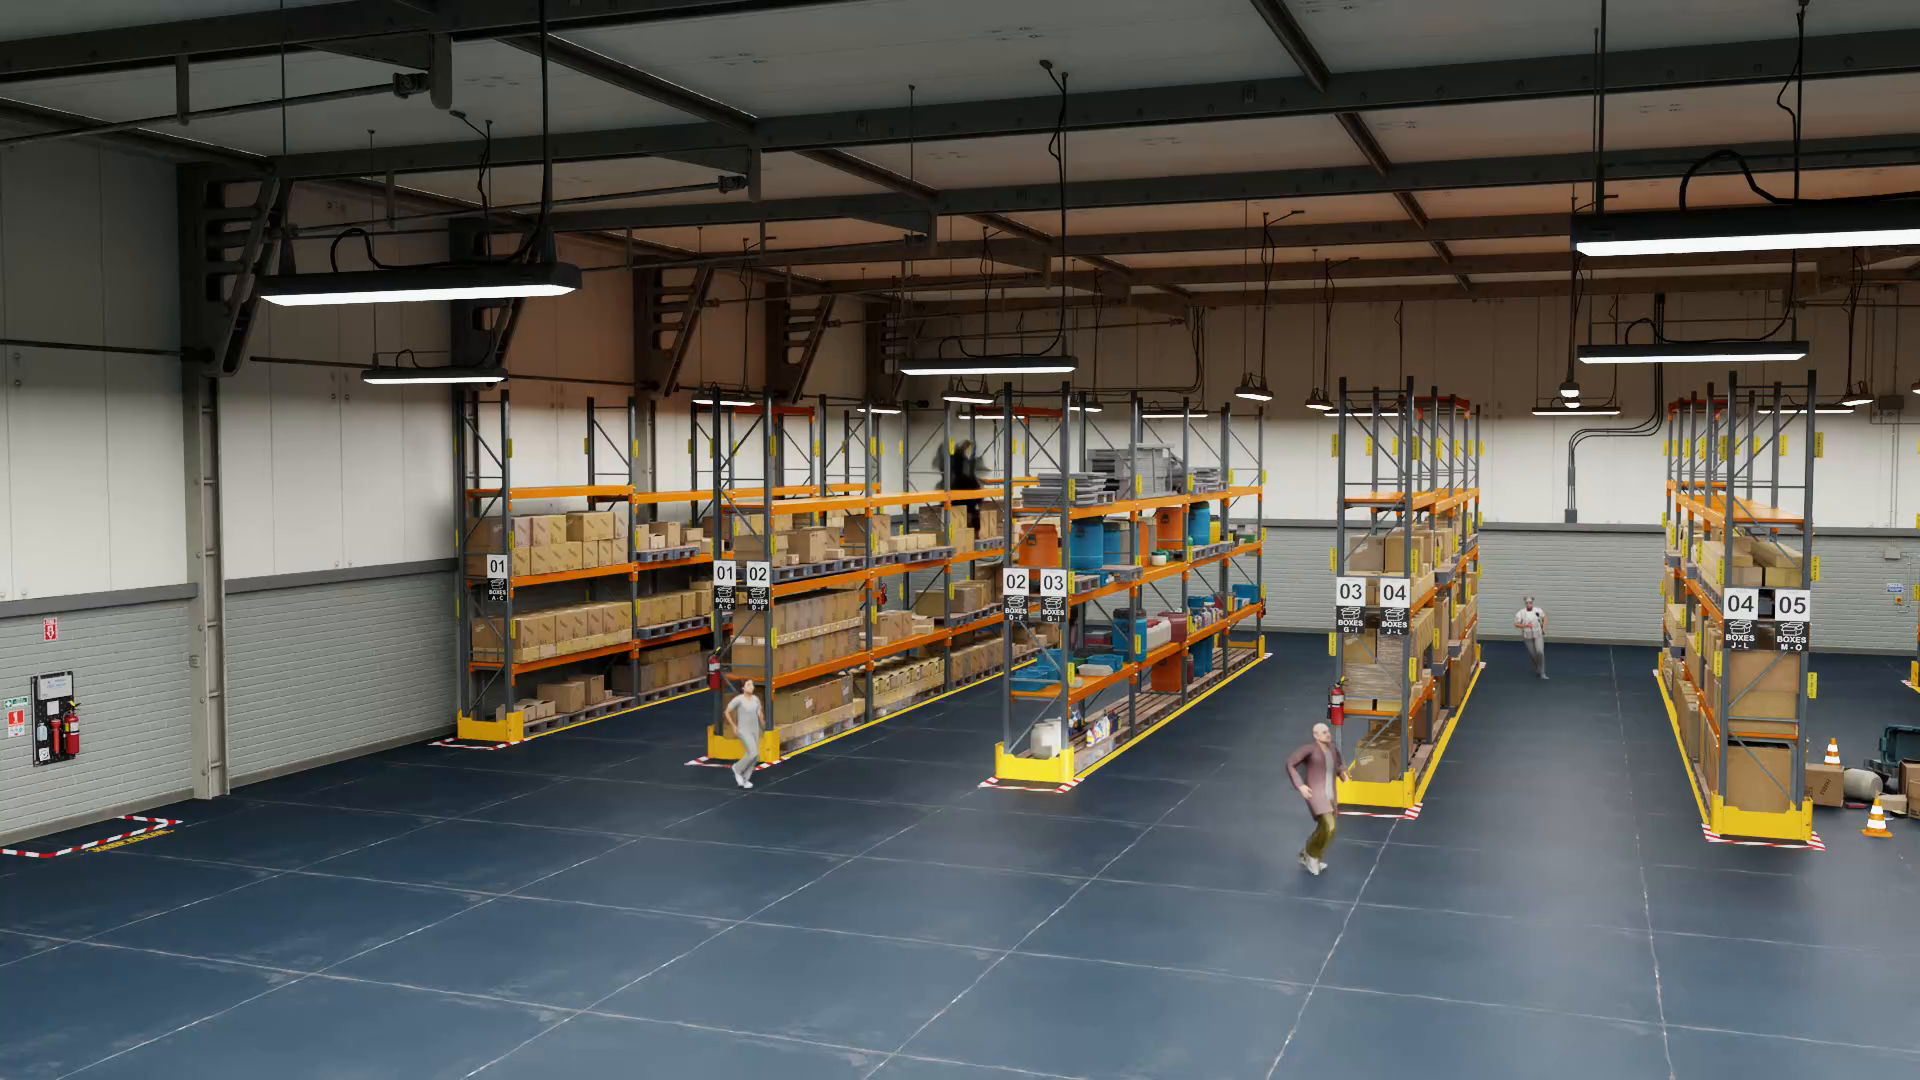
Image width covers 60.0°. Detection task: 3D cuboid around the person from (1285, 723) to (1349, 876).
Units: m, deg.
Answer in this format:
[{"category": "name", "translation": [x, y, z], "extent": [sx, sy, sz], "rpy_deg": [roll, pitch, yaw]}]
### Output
[{"category": "person", "translation": [4.253, 3.041, 19.565], "extent": [0.767, 1.776, 0.649], "rpy_deg": [-2, 4, -33]}]

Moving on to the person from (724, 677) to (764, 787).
[{"category": "person", "translation": [-3.094, 2.834, 24.412], "extent": [0.563, 1.629, 0.554], "rpy_deg": [3, 4, 44]}]

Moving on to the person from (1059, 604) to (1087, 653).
[{"category": "person", "translation": [2.428, 1.878, 36.209], "extent": [0.662, 1.708, 0.580], "rpy_deg": [1, 3, 20]}]

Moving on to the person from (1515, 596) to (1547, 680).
[{"category": "person", "translation": [12.519, 2.132, 36.430], "extent": [0.698, 1.832, 0.823], "rpy_deg": [1, 3, 21]}]
